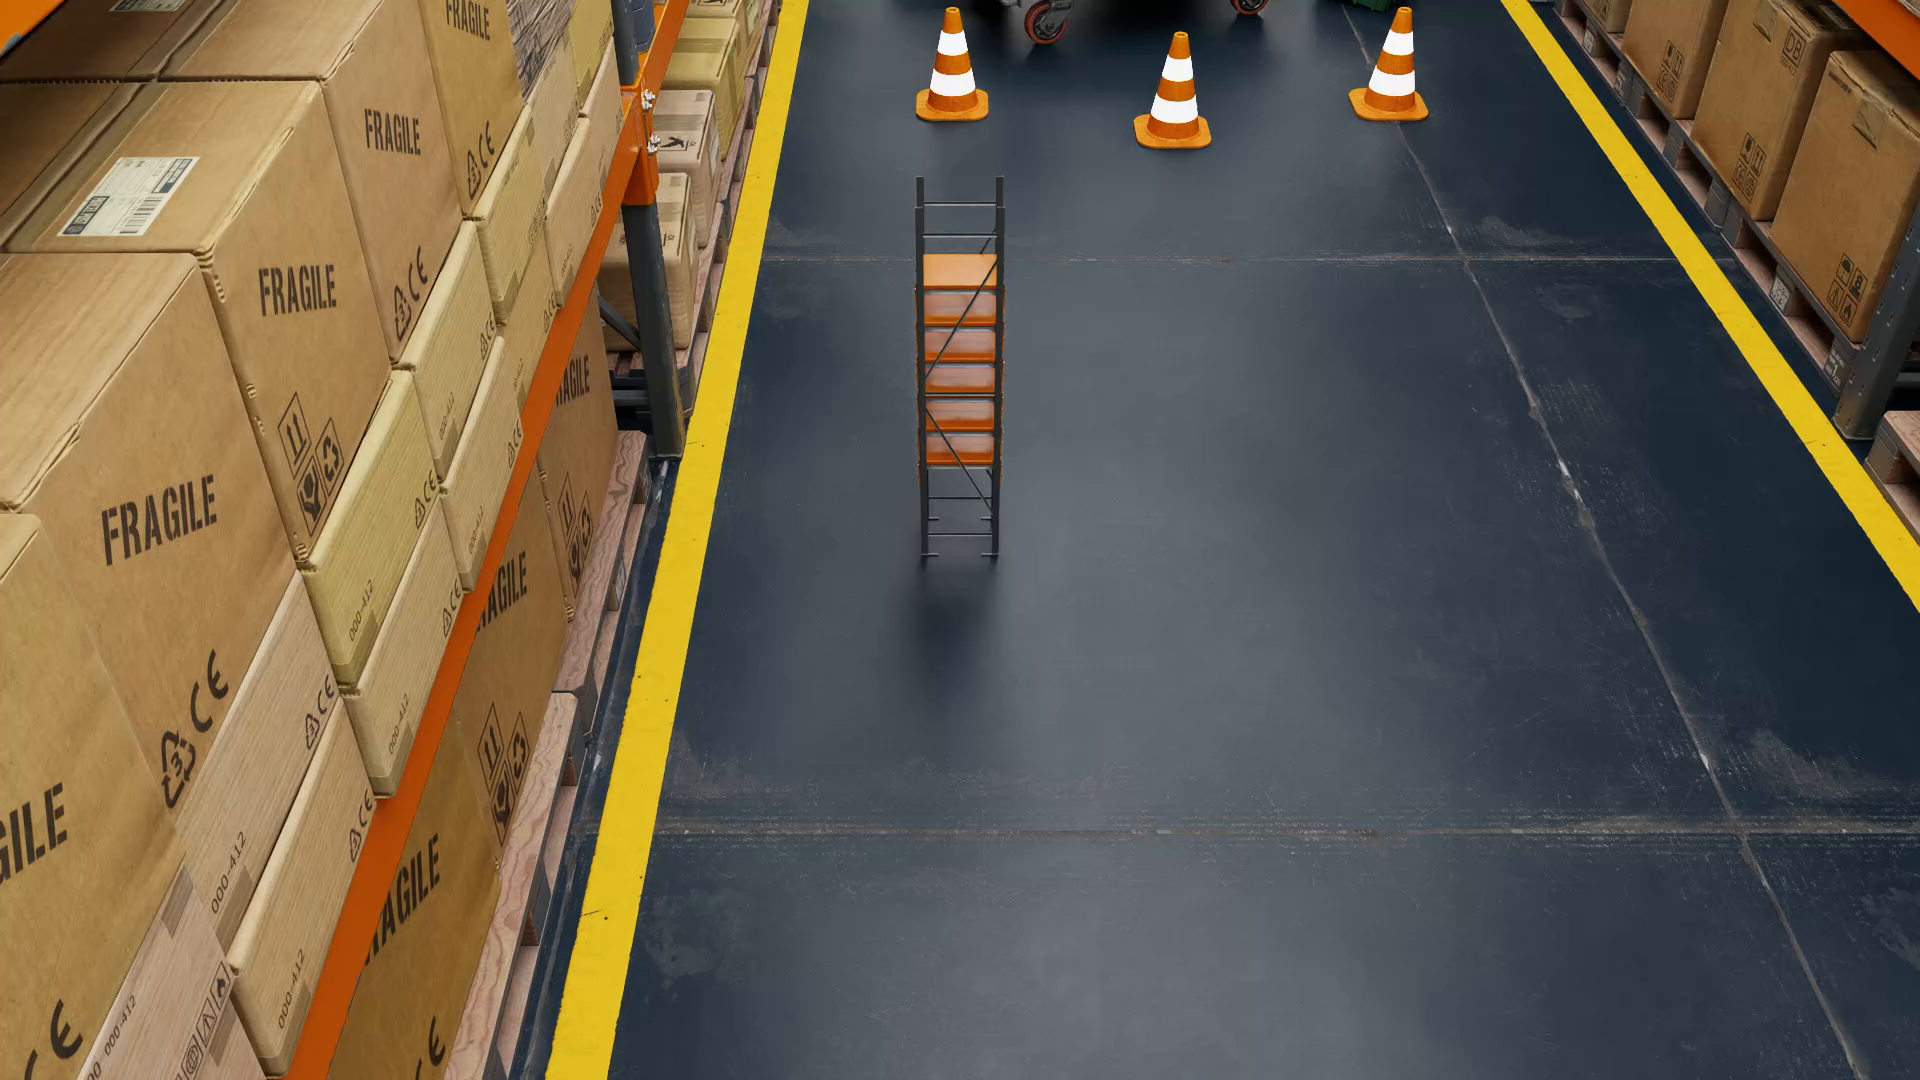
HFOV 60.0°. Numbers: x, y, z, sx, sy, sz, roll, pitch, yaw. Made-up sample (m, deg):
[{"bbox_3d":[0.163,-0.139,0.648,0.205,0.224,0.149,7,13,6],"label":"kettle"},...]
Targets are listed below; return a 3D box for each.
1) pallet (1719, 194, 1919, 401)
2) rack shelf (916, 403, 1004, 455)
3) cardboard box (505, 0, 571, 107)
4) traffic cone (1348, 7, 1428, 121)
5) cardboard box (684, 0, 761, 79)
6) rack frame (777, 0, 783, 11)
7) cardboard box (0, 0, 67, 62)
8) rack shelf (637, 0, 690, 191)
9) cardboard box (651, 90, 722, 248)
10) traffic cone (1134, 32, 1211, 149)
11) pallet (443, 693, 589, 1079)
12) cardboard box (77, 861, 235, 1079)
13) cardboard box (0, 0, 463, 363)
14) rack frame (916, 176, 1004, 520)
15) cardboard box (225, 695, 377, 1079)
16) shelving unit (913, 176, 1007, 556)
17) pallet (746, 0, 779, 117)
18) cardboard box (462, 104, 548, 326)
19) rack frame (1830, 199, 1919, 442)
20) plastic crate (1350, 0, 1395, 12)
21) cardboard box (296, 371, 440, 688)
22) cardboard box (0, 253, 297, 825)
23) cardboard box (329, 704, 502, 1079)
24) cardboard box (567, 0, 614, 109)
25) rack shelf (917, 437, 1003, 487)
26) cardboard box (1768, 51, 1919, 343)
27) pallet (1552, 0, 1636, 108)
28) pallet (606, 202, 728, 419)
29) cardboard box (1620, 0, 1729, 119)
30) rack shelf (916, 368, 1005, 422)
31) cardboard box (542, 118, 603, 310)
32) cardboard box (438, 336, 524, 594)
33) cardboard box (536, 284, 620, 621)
[{"bbox_3d":[3.591,-0.948,6.264,1.003,0.211,1.213,0,39,0],"label":"pallet"},{"bbox_3d":[0.000,-0.349,4.989,0.258,0.103,0.180,0,39,0],"label":"rack shelf"},{"bbox_3d":[-1.162,-1.262,3.546,0.500,0.500,0.500,1,39,1],"label":"cardboard box"},{"bbox_3d":[2.003,-2.215,7.644,0.336,0.463,0.334,0,39,0],"label":"traffic cone"},{"bbox_3d":[-1.431,-2.339,7.535,0.950,0.372,0.625,2,39,3],"label":"cardboard box"},{"bbox_3d":[-1.438,-3.978,7.815,1.000,3.000,0.127,0,39,0],"label":"rack frame"},{"bbox_3d":[-1.685,-0.648,2.780,0.500,0.500,0.500,1,39,1],"label":"cardboard box"},{"bbox_3d":[-1.436,-2.446,6.479,1.077,0.370,4.000,0,39,0],"label":"rack shelf"},{"bbox_3d":[-1.433,-1.430,6.401,0.950,0.372,0.625,-1,39,-1],"label":"cardboard box"},{"bbox_3d":[0.964,-2.033,7.417,0.336,0.463,0.334,0,39,0],"label":"traffic cone"},{"bbox_3d":[-1.509,0.866,4.001,1.003,0.211,1.213,0,39,0],"label":"pallet"},{"bbox_3d":[-1.147,0.613,1.807,0.500,0.250,0.500,-1,39,-1],"label":"cardboard box"},{"bbox_3d":[-1.175,-0.635,2.764,0.500,0.500,0.500,-1,39,-1],"label":"cardboard box"},{"bbox_3d":[0.000,-0.534,4.957,0.240,1.200,0.006,0,39,0],"label":"rack frame"},{"bbox_3d":[-1.167,0.485,2.367,0.500,0.250,0.500,-1,39,-1],"label":"cardboard box"},{"bbox_3d":[0.000,-0.477,4.886,0.258,1.200,0.189,0,39,0],"label":"shelving unit"},{"bbox_3d":[-1.436,-2.403,8.080,1.003,0.211,1.213,0,39,0],"label":"pallet"},{"bbox_3d":[-1.153,-0.670,3.407,0.500,0.250,0.500,-1,39,-1],"label":"cardboard box"},{"bbox_3d":[3.517,-1.543,4.777,1.000,3.000,0.127,0,39,0],"label":"rack frame"},{"bbox_3d":[2.202,-3.078,8.894,0.450,0.188,0.662,27,45,16],"label":"plastic crate"},{"bbox_3d":[-1.150,-0.029,2.607,0.500,0.250,0.500,0,39,1],"label":"cardboard box"},{"bbox_3d":[-1.170,0.002,1.969,0.500,0.500,0.500,0,39,0],"label":"cardboard box"},{"bbox_3d":[-1.518,0.738,3.294,0.875,0.875,0.875,1,39,1],"label":"cardboard box"},{"bbox_3d":[-1.179,-1.310,4.207,0.500,0.250,0.500,0,39,0],"label":"cardboard box"},{"bbox_3d":[0.000,-0.255,5.064,0.258,0.103,0.180,0,39,0],"label":"rack shelf"},{"bbox_3d":[3.606,-1.210,5.825,1.050,0.750,0.750,-1,39,-1],"label":"cardboard box"},{"bbox_3d":[3.588,-2.474,8.168,1.003,0.211,1.213,0,39,0],"label":"pallet"},{"bbox_3d":[-1.433,-0.877,6.176,1.003,0.211,1.213,0,39,0],"label":"pallet"},{"bbox_3d":[3.600,-2.339,7.234,1.050,0.750,0.750,0,39,0],"label":"cardboard box"},{"bbox_3d":[0.000,-0.443,4.914,0.258,0.103,0.180,0,39,0],"label":"rack shelf"},{"bbox_3d":[-1.157,-0.782,3.948,0.500,0.250,0.500,1,39,1],"label":"cardboard box"},{"bbox_3d":[-1.143,-0.149,3.157,0.500,0.250,0.500,-1,39,-1],"label":"cardboard box"},{"bbox_3d":[-1.516,-0.379,4.688,0.875,0.875,0.875,0,39,0],"label":"cardboard box"}]
